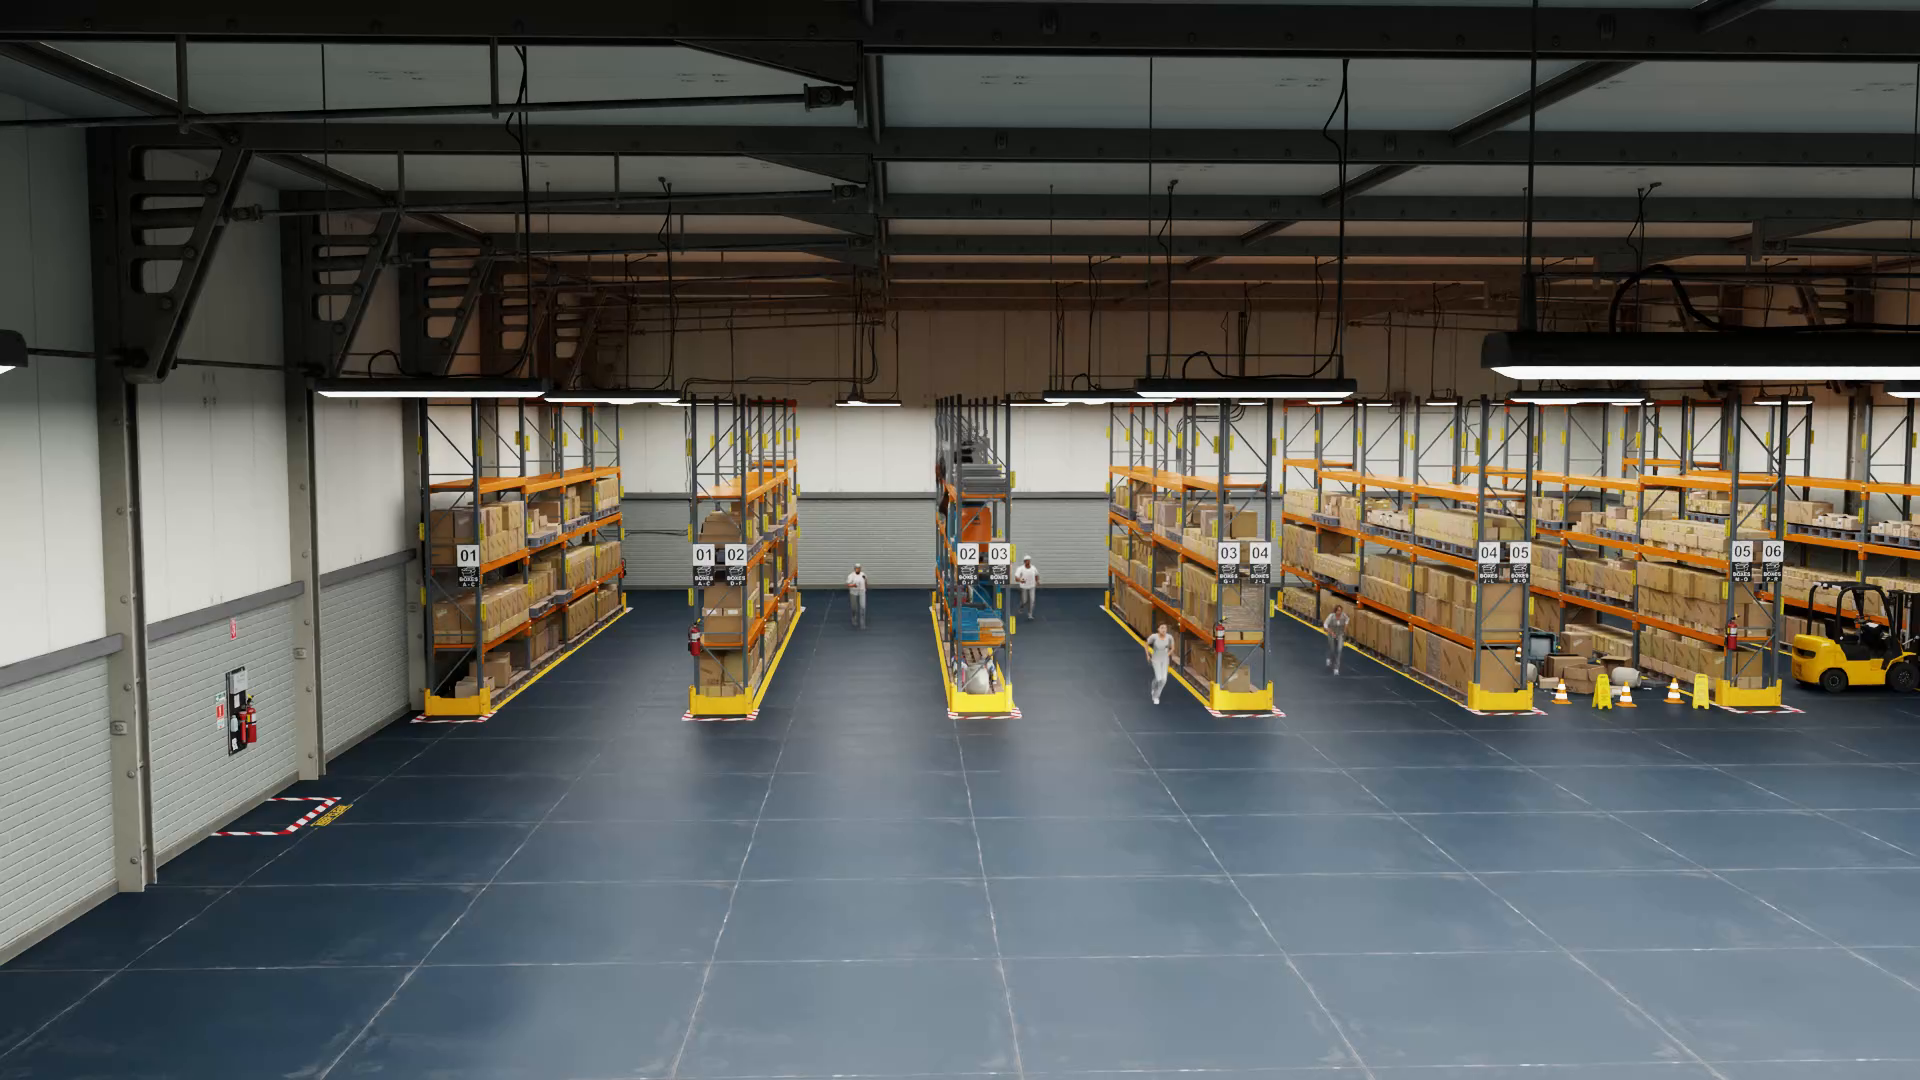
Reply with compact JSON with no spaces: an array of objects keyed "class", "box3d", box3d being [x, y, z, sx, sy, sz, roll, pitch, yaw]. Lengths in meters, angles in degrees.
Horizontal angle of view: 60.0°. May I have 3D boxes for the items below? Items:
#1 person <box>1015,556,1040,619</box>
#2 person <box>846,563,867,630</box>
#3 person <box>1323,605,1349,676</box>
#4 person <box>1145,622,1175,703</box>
[{"class":"person","box3d":[1.852,1.291,45.378,0.714,1.733,0.755,-1,5,-15]},{"class":"person","box3d":[-2.696,1.458,43.550,0.597,1.705,0.854,-1,5,-12]},{"class":"person","box3d":[8.144,2.135,36.173,0.571,1.548,0.914,0,5,-5]},{"class":"person","box3d":[3.897,2.378,32.273,0.540,1.603,0.605,-1,5,-11]}]
